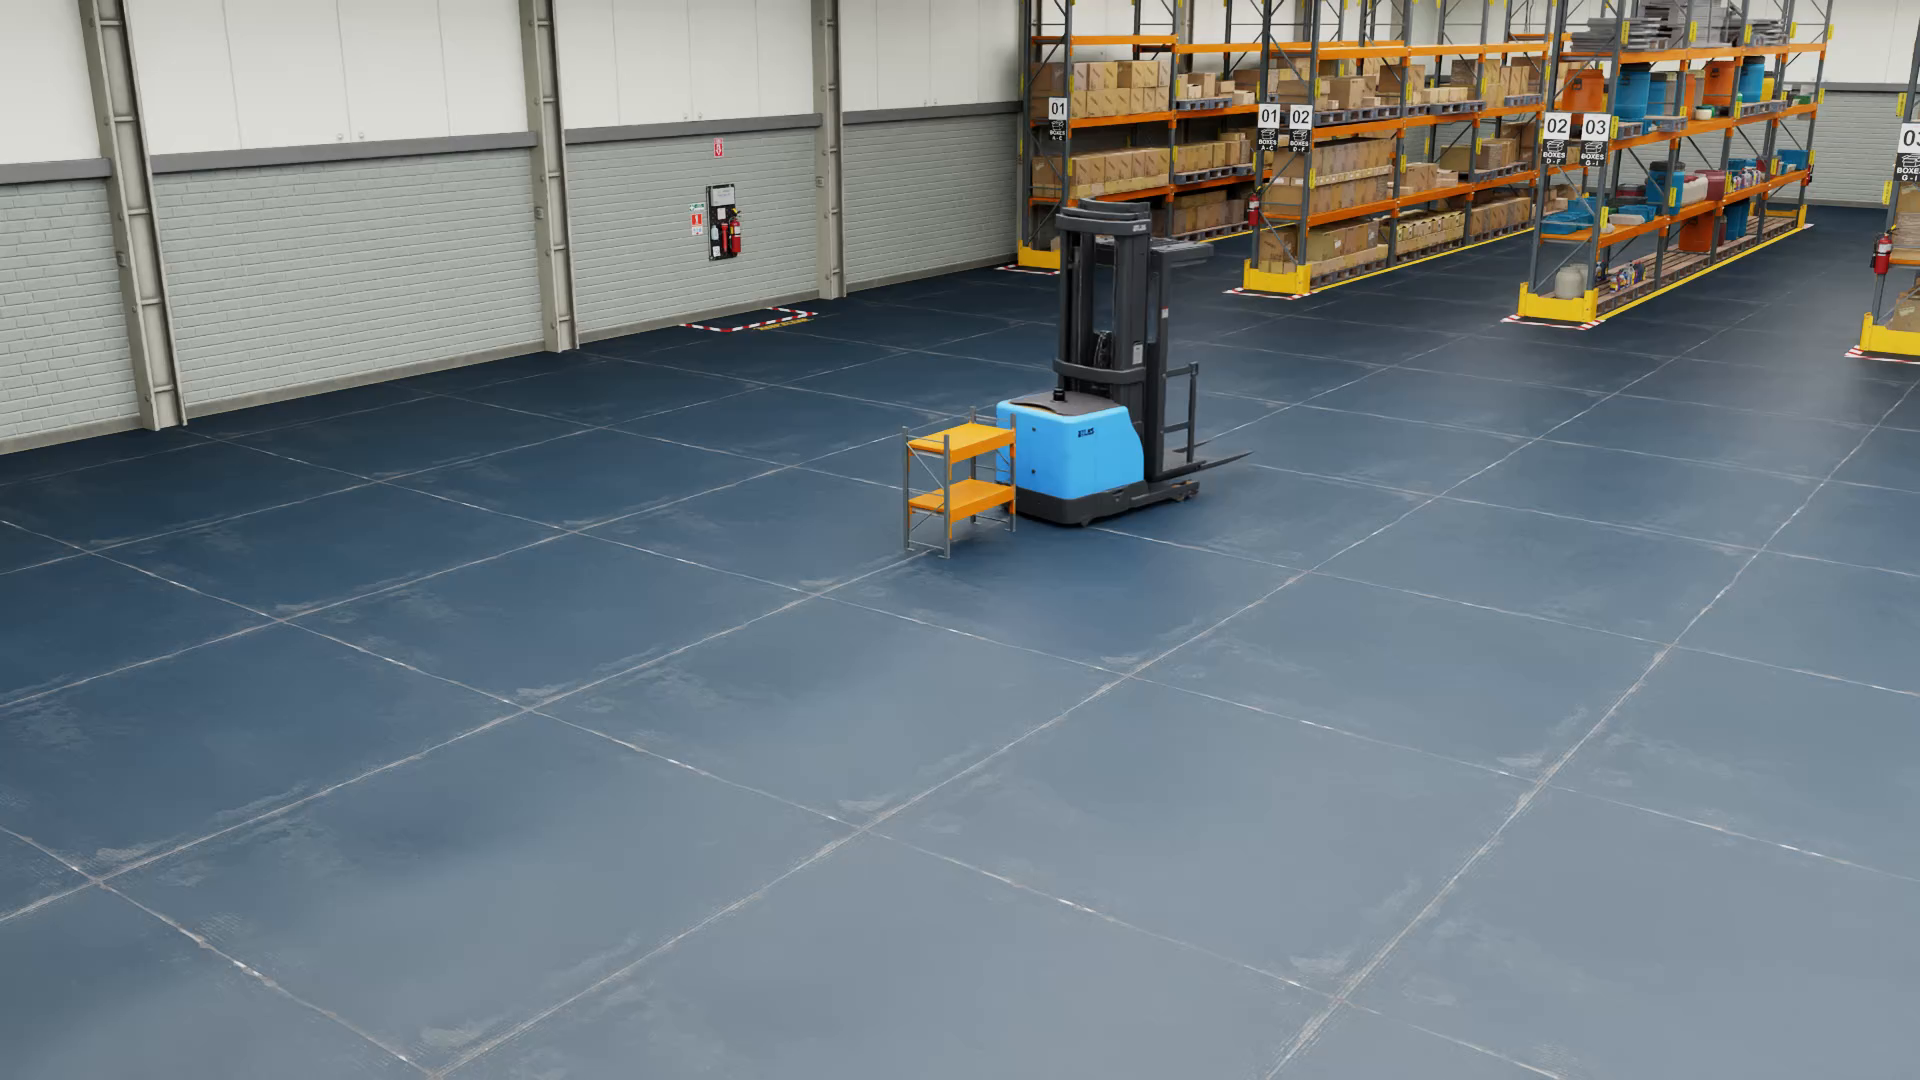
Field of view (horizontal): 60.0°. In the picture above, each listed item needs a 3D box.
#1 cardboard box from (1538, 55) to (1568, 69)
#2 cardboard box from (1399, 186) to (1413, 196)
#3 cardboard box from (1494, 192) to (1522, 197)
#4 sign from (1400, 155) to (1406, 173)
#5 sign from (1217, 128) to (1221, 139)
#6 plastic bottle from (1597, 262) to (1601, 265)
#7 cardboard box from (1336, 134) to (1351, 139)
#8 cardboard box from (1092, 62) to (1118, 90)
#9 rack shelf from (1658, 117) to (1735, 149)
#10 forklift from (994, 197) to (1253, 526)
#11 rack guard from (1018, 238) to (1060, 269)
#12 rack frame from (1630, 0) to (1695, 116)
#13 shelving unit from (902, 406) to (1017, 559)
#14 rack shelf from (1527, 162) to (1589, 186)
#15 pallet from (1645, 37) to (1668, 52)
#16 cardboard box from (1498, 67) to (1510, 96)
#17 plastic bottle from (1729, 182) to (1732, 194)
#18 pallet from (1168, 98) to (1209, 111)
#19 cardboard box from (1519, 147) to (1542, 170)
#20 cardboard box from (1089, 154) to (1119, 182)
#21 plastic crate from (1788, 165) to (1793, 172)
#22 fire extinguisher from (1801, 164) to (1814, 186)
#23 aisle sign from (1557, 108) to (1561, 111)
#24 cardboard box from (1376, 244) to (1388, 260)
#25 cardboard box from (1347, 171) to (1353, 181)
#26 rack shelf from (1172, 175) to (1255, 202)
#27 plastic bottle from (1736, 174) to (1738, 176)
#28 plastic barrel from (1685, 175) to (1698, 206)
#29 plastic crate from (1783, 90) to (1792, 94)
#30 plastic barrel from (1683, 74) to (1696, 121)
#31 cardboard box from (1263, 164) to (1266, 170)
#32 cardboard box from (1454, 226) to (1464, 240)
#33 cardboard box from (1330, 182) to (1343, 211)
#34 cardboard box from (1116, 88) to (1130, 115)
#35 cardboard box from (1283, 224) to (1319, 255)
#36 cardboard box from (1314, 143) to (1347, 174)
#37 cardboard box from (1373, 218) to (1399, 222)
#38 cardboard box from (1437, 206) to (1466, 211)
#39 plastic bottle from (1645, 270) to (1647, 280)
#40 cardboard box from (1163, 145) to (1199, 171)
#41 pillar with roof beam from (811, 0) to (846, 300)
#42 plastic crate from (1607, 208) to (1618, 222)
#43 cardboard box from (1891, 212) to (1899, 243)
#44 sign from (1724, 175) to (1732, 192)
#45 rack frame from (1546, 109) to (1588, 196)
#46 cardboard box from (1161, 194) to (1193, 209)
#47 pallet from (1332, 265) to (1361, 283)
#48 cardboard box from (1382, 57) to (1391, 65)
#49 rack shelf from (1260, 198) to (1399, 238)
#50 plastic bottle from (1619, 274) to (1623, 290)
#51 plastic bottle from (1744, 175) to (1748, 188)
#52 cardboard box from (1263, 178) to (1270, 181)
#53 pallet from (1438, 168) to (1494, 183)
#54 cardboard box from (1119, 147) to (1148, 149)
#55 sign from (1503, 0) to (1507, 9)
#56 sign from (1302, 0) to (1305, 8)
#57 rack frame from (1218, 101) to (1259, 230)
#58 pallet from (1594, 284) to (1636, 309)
[{"bbox_3d":[13.911,-11.167,39.240,0.700,0.500,0.500,12,21,35],"label":"cardboard box"},{"bbox_3d":[8.697,-6.876,32.758,0.380,0.149,0.250,12,21,35],"label":"cardboard box"},{"bbox_3d":[12.883,-7.929,39.197,0.500,0.500,0.500,12,21,35],"label":"cardboard box"},{"bbox_3d":[8.451,-7.175,31.703,0.100,0.325,0.005,12,21,35],"label":"sign"},{"bbox_3d":[5.960,-9.299,38.183,0.100,0.325,0.005,12,21,35],"label":"sign"},{"bbox_3d":[11.268,-4.774,29.416,0.152,0.276,0.135,13,22,37],"label":"plastic bottle"},{"bbox_3d":[9.127,-9.871,41.472,0.980,0.700,0.700,13,21,36],"label":"cardboard box"},{"bbox_3d":[2.701,-8.994,32.207,0.500,0.500,0.500,13,22,36],"label":"cardboard box"},{"bbox_3d":[13.172,-7.510,30.532,1.077,0.370,4.000,12,21,35],"label":"rack shelf"},{"bbox_3d":[1.755,-1.884,16.375,3.031,2.935,1.130,-15,23,-41],"label":"forklift"},{"bbox_3d":[1.686,-5.567,32.335,1.175,0.500,0.348,12,21,35],"label":"rack guard"},{"bbox_3d":[11.980,-8.810,28.446,1.000,3.000,0.127,12,21,35],"label":"rack frame"},{"bbox_3d":[0.004,-0.539,15.088,0.538,1.125,1.048,12,21,35],"label":"shelving unit"},{"bbox_3d":[13.963,-8.859,39.934,1.077,0.370,4.000,12,21,35],"label":"rack shelf"},{"bbox_3d":[10.785,-8.036,26.946,1.003,0.211,1.213,12,21,35],"label":"pallet"},{"bbox_3d":[11.619,-10.030,36.388,0.600,0.600,0.600,11,21,33],"label":"cardboard box"},{"bbox_3d":[15.273,-7.022,33.001,0.061,0.283,0.133,12,21,35],"label":"plastic bottle"},{"bbox_3d":[4.477,-9.167,34.969,1.213,0.211,1.003,12,21,35],"label":"pallet"},{"bbox_3d":[13.294,-8.848,38.514,0.500,0.500,0.500,13,22,36],"label":"cardboard box"},{"bbox_3d":[2.782,-7.337,32.775,0.500,0.500,0.500,12,21,33],"label":"cardboard box"},{"bbox_3d":[18.606,-8.413,37.628,0.396,0.136,0.243,12,21,35],"label":"plastic crate"},{"bbox_3d":[19.585,-8.544,38.464,0.296,0.674,0.183,12,21,35],"label":"fire extinguisher"},{"bbox_3d":[14.959,-10.989,41.195,0.394,0.787,0.004,12,21,35],"label":"aisle sign"},{"bbox_3d":[7.904,-5.560,32.023,0.500,0.250,0.500,12,21,35],"label":"cardboard box"},{"bbox_3d":[6.945,-6.647,30.336,0.380,0.149,0.250,13,21,35],"label":"cardboard box"},{"bbox_3d":[5.216,-7.828,36.614,1.077,0.370,4.000,12,21,35],"label":"rack shelf"},{"bbox_3d":[15.924,-7.361,34.113,0.097,0.271,0.097,0,17,0],"label":"plastic bottle"},{"bbox_3d":[13.422,-6.477,30.820,0.433,0.535,0.433,0,17,0],"label":"plastic barrel"},{"bbox_3d":[18.677,-10.131,37.978,0.497,0.269,0.590,12,21,35],"label":"plastic crate"},{"bbox_3d":[13.310,-8.222,30.888,0.600,0.830,0.708,12,21,35],"label":"plastic barrel"},{"bbox_3d":[6.789,-8.575,38.196,0.380,0.149,0.250,12,21,34],"label":"cardboard box"},{"bbox_3d":[10.270,-6.493,35.029,0.500,0.250,0.500,13,21,36],"label":"cardboard box"},{"bbox_3d":[6.519,-6.268,30.209,0.700,0.500,0.500,13,21,35],"label":"cardboard box"},{"bbox_3d":[2.998,-8.646,32.772,0.500,0.500,0.500,14,22,38],"label":"cardboard box"},{"bbox_3d":[6.286,-5.535,30.680,0.500,0.500,0.500,12,21,35],"label":"cardboard box"},{"bbox_3d":[6.550,-6.904,30.067,0.700,0.500,0.500,13,21,35],"label":"cardboard box"},{"bbox_3d":[8.620,-6.367,33.678,0.500,0.311,0.500,12,21,35],"label":"cardboard box"},{"bbox_3d":[10.757,-7.054,36.382,0.500,0.500,0.500,13,22,37],"label":"cardboard box"},{"bbox_3d":[12.015,-4.677,29.230,0.097,0.201,0.097,0,17,0],"label":"plastic bottle"},{"bbox_3d":[4.693,-8.201,35.689,0.700,0.500,0.500,15,23,40],"label":"cardboard box"},{"bbox_3d":[1.245,-7.738,24.994,9.100,9.000,0.400,12,21,35],"label":"pillar with roof beam"},{"bbox_3d":[10.945,-5.570,28.487,0.450,0.188,0.662,12,21,35],"label":"plastic crate"},{"bbox_3d":[14.126,-4.573,24.249,0.875,0.500,0.500,12,21,35],"label":"cardboard box"},{"bbox_3d":[14.810,-6.880,32.072,0.100,0.325,0.005,12,21,35],"label":"sign"},{"bbox_3d":[15.155,-9.679,41.361,1.000,3.000,0.127,12,21,35],"label":"rack frame"},{"bbox_3d":[4.709,-7.354,36.082,0.500,0.250,0.500,12,21,34],"label":"cardboard box"},{"bbox_3d":[6.771,-5.016,31.045,1.003,0.211,1.213,12,21,35],"label":"pallet"},{"bbox_3d":[10.650,-12.181,42.472,0.500,0.500,0.500,13,22,36],"label":"cardboard box"},{"bbox_3d":[6.813,-6.001,30.730,1.077,0.370,4.000,12,21,35],"label":"rack shelf"},{"bbox_3d":[11.132,-4.358,28.084,0.097,0.271,0.097,0,17,0],"label":"plastic bottle"},{"bbox_3d":[16.035,-7.346,34.056,0.152,0.276,0.135,12,21,35],"label":"plastic bottle"},{"bbox_3d":[7.478,-8.182,39.456,0.750,0.750,0.750,12,21,34],"label":"cardboard box"},{"bbox_3d":[10.735,-7.856,35.814,1.213,0.211,1.003,12,21,35],"label":"pallet"},{"bbox_3d":[3.576,-7.917,34.640,0.500,0.500,0.500,12,21,33],"label":"cardboard box"},{"bbox_3d":[12.346,-12.176,37.576,0.100,0.325,0.005,12,21,35],"label":"sign"},{"bbox_3d":[8.360,-13.092,40.392,0.100,0.325,0.005,12,21,35],"label":"sign"},{"bbox_3d":[6.407,-8.648,38.041,1.000,3.000,0.127,12,21,35],"label":"rack frame"},{"bbox_3d":[10.820,-4.169,28.319,1.003,0.211,1.213,12,21,35],"label":"pallet"}]
